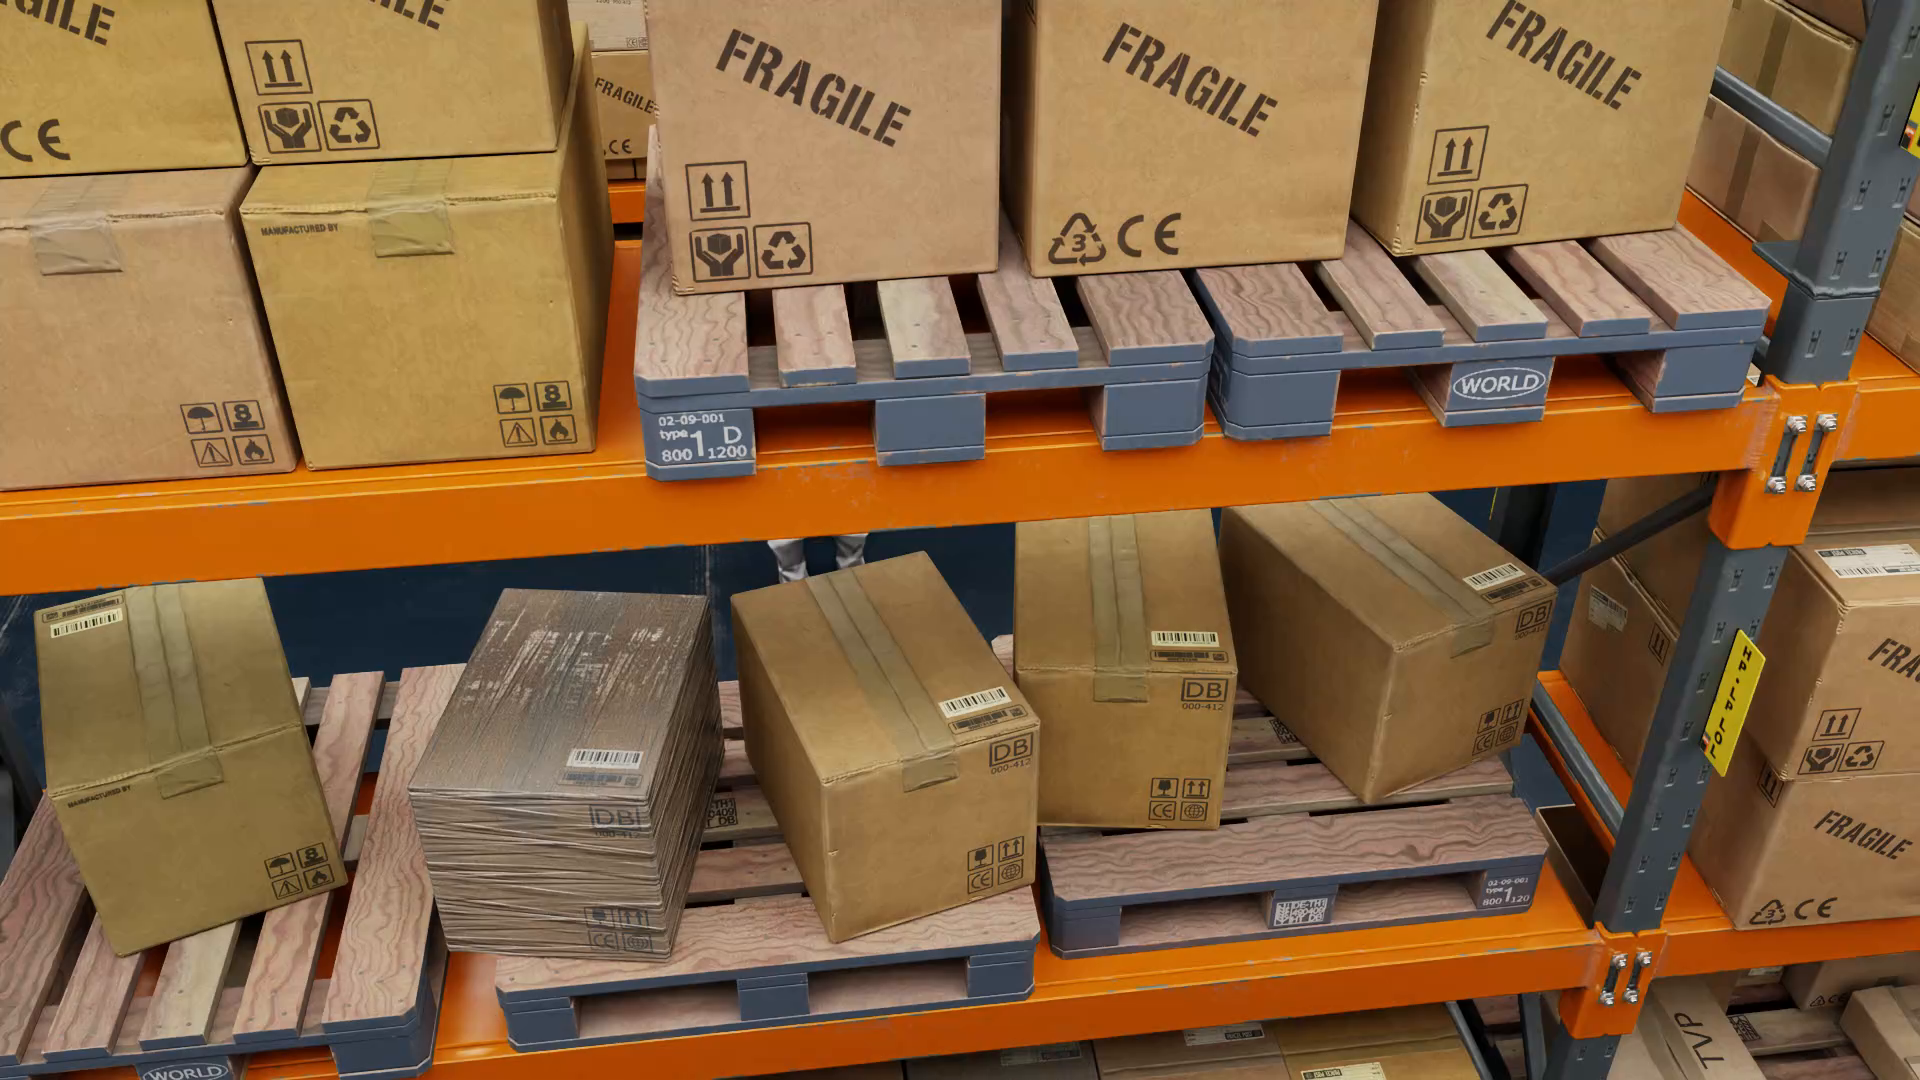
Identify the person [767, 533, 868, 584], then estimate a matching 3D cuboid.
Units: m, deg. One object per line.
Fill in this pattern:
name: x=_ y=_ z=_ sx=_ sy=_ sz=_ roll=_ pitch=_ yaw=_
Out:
person: x=-0.663 y=-0.355 z=7.103 sx=0.582 sy=1.267 sz=0.814 roll=-4 pitch=35 yaw=-6
